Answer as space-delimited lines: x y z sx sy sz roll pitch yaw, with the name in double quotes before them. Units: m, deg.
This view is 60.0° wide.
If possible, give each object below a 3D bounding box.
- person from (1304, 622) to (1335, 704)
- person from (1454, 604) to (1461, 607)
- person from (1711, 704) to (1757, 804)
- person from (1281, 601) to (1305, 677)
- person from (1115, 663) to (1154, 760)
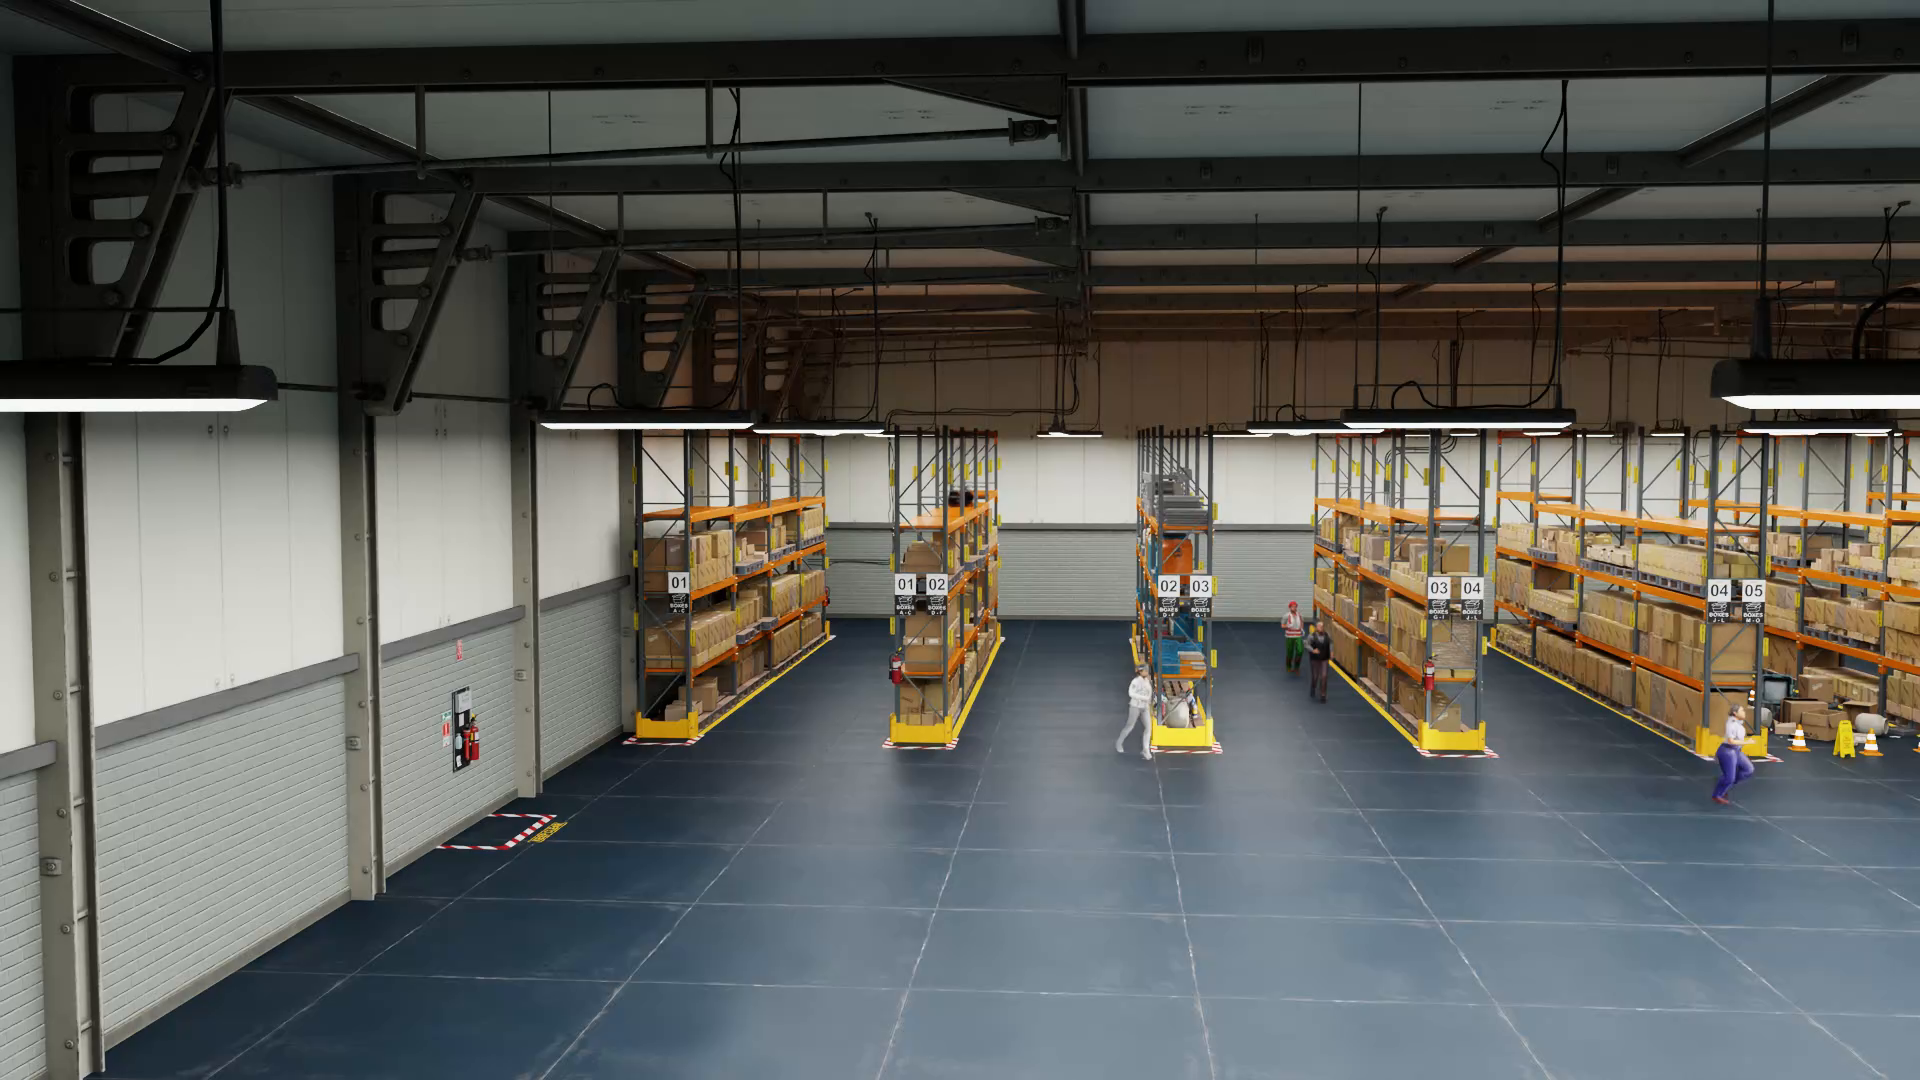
"person" 7.898 2.665 36.521 0.676 1.748 0.854 0 3 3
"person" 13.492 2.221 44.850 0.610 1.672 0.853 0 3 3
"person" 12.131 3.353 26.041 0.685 1.598 0.643 3 4 39
"person" 8.116 2.400 40.417 0.632 1.824 0.705 0 3 -4
"person" 3.253 3.071 30.137 0.643 1.706 0.863 -3 5 -41
